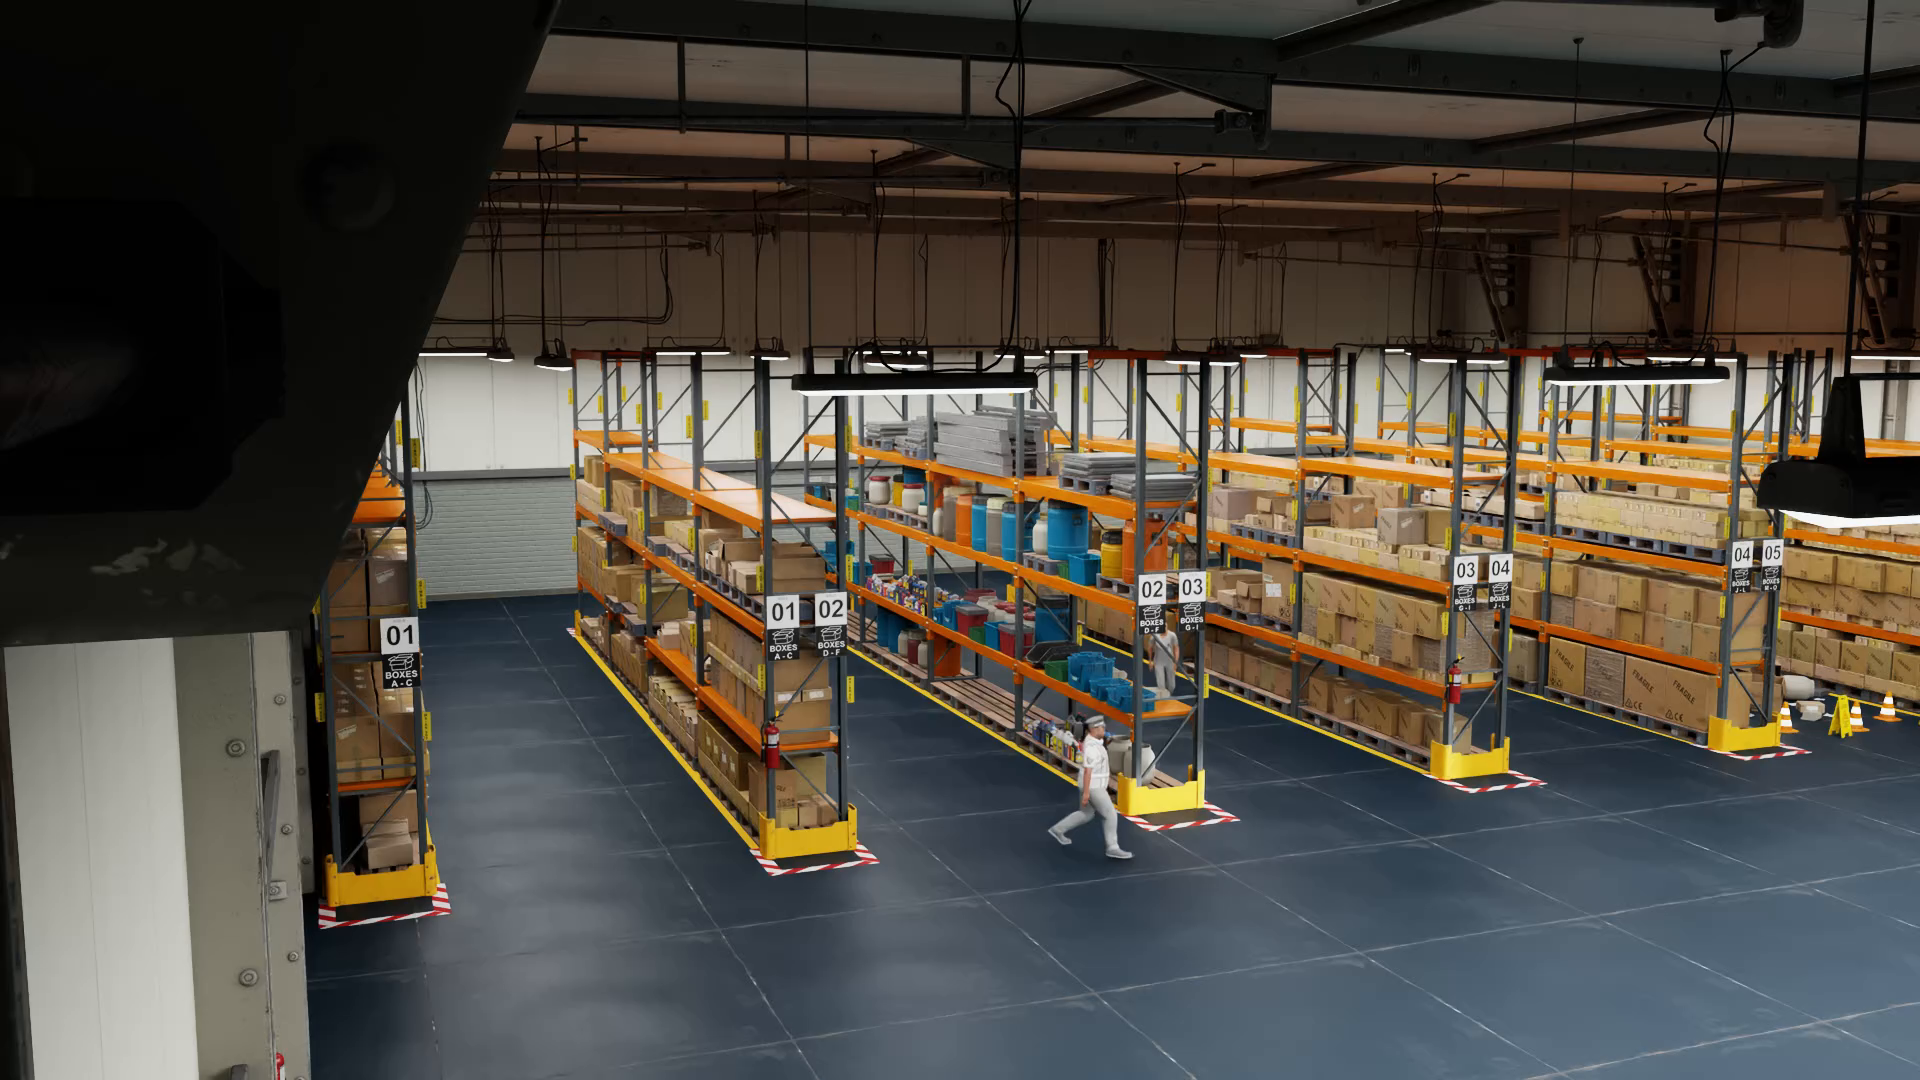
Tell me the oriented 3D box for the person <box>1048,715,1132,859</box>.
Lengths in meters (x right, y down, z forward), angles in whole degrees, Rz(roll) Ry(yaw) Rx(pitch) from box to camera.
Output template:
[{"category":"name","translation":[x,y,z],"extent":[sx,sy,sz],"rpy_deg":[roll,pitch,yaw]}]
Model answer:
[{"category":"person","translation":[1.586,2.967,20.233],"extent":[1.018,1.710,0.549],"rpy_deg":[0,7,3]}]

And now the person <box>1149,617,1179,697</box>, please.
[{"category":"person","translation":[3.404,2.066,27.858],"extent":[0.498,1.645,0.647],"rpy_deg":[0,7,3]}]
